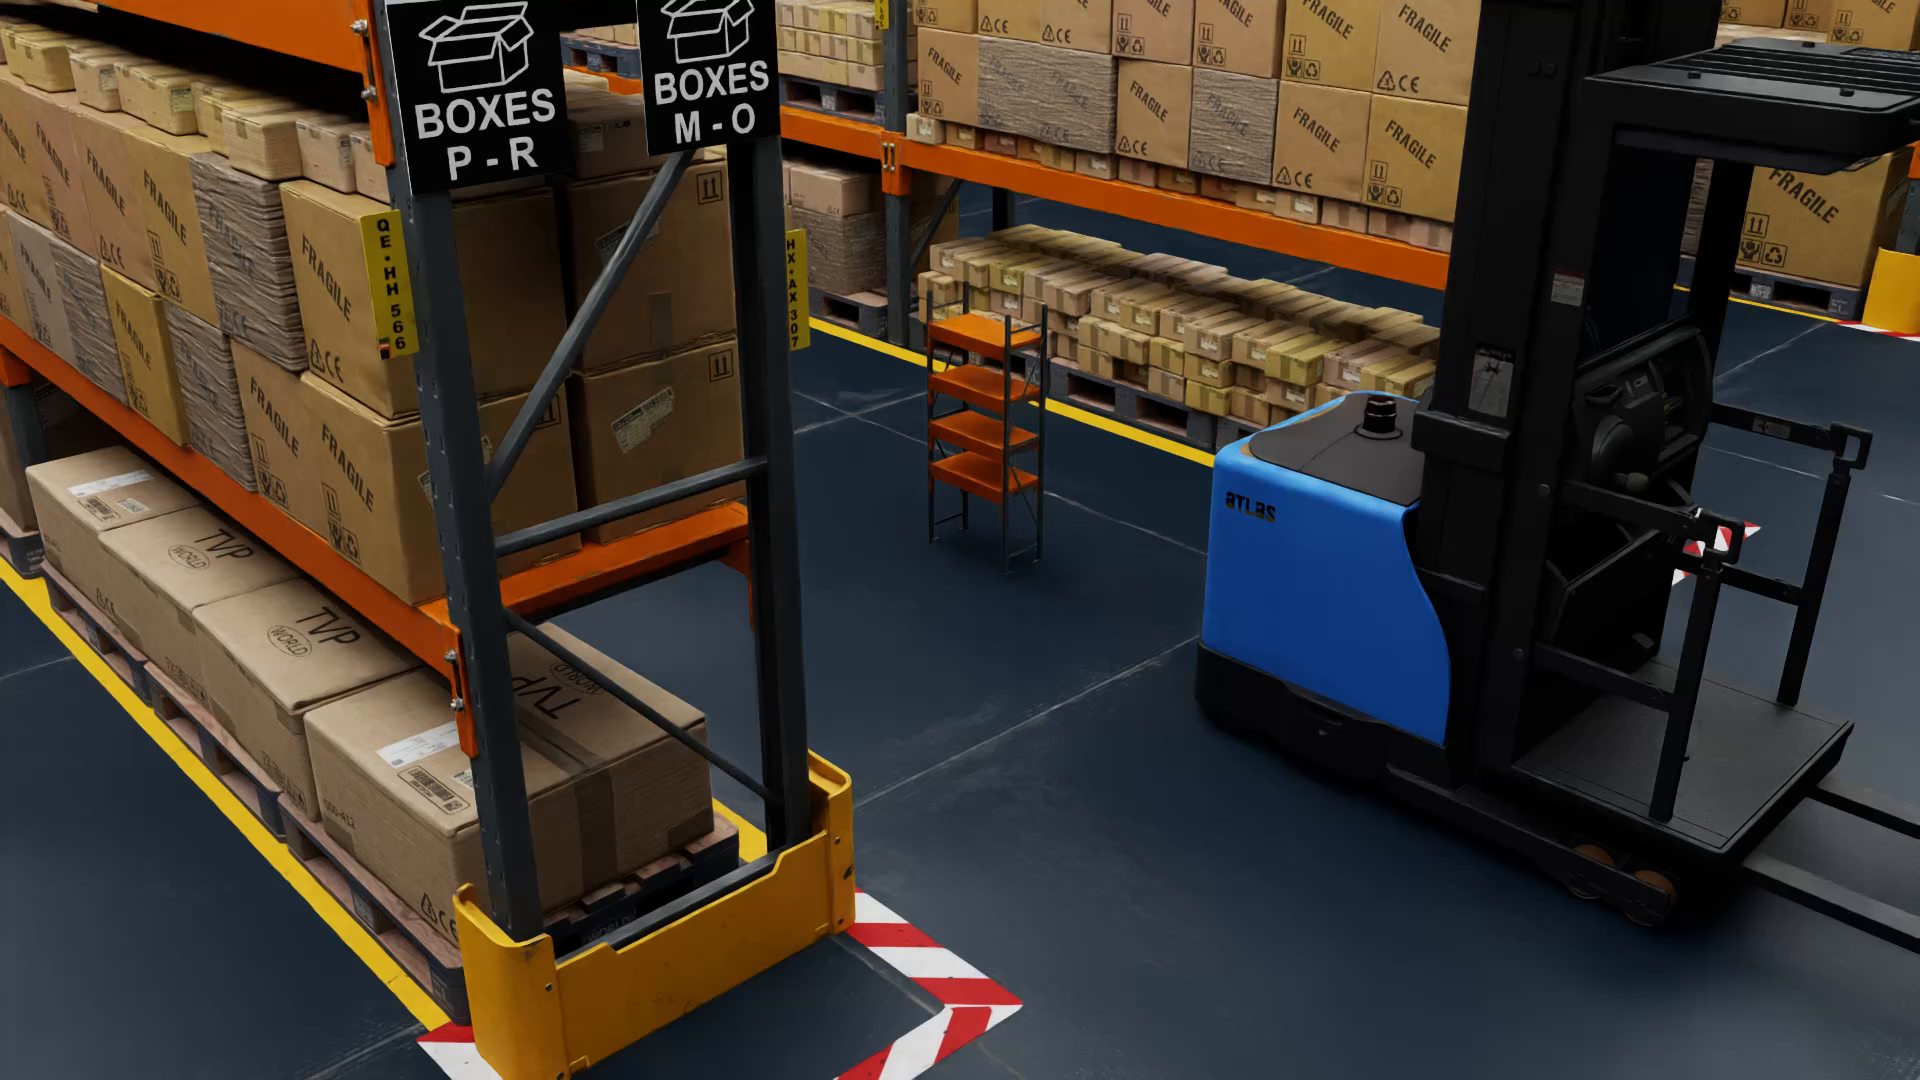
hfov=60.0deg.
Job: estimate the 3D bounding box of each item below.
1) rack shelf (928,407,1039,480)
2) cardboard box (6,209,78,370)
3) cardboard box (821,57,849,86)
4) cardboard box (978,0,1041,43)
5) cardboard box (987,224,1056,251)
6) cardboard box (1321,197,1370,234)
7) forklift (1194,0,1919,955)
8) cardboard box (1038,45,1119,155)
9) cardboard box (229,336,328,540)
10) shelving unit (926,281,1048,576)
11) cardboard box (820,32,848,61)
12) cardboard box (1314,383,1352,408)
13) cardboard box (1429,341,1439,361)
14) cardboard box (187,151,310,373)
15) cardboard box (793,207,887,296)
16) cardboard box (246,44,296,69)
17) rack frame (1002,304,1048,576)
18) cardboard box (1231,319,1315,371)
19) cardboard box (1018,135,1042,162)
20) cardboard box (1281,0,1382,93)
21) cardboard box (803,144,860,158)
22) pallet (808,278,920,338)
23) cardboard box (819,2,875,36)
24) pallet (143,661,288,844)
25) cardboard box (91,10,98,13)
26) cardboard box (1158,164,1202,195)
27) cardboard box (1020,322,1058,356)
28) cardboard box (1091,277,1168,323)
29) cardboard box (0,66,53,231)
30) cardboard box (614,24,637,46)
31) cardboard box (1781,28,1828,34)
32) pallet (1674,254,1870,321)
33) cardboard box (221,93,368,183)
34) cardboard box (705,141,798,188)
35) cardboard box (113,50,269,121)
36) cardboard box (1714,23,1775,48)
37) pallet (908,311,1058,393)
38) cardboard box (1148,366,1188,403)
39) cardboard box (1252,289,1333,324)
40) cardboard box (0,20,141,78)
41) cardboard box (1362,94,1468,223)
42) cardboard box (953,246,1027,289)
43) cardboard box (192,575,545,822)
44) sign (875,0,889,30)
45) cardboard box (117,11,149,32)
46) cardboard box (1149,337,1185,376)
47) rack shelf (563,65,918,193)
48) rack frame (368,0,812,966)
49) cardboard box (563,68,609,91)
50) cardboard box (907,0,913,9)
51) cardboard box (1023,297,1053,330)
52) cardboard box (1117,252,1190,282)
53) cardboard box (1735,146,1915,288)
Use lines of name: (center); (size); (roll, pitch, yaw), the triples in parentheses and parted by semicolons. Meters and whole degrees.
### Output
rack shelf: (0.113, -0.435, 7.419); (0.258, 0.148, 0.480); (-21, 32, -38)
cardboard box: (-3.121, -0.968, 6.138); (0.500, 0.500, 0.500); (-21, 32, -38)
cardboard box: (-0.641, -2.947, 10.393); (0.380, 0.149, 0.250); (-21, 32, -38)
cardboard box: (0.449, -3.005, 9.039); (0.500, 0.500, 0.500); (-22, 33, -40)
cardboard box: (0.386, -1.858, 10.422); (0.380, 0.149, 0.250); (-20, 31, -37)
cardboard box: (1.933, -1.578, 7.897); (0.380, 0.149, 0.250); (-22, 32, -39)
forklift: (2.280, -0.385, 5.063); (1.130, 2.935, 3.031); (-23, 33, -40)
cardboard box: (0.769, -2.376, 8.866); (0.500, 0.500, 0.500); (-22, 33, -39)
cardboard box: (-1.712, -0.354, 4.791); (0.500, 0.500, 0.500); (-22, 33, -39)
shelving unit: (0.113, -0.496, 7.391); (0.258, 1.200, 0.503); (-21, 32, -38)
cardboard box: (-0.644, -3.084, 10.334); (0.380, 0.149, 0.250); (-21, 32, -38)
cardboard box: (1.978, -0.719, 8.281); (0.380, 0.149, 0.250); (-22, 33, -40)
cardboard box: (2.577, -0.936, 8.399); (0.250, 0.149, 0.380); (22, 32, 39)
cardboard box: (-1.739, -0.810, 4.586); (0.500, 0.500, 0.500); (-21, 32, -38)
cardboard box: (-0.737, -1.934, 10.881); (0.500, 0.500, 0.500); (-22, 32, -39)
cardboard box: (-2.142, -1.610, 5.558); (0.380, 0.149, 0.250); (-21, 32, -38)
rack frame: (0.280, -0.422, 7.229); (0.240, 1.200, 0.015); (-21, 32, -38)
cardboard box: (1.610, -1.000, 8.541); (0.250, 0.149, 0.380); (22, 33, 40)
cardboard box: (0.540, -2.228, 9.322); (0.250, 0.149, 0.380); (22, 33, 39)
cardboard box: (1.846, -2.373, 7.654); (0.500, 0.500, 0.500); (22, 33, 40)
cardboard box: (-0.725, -2.582, 11.398); (0.500, 0.250, 0.500); (-20, 31, -37)
pallet: (-0.580, -1.694, 11.210); (1.003, 0.211, 1.213); (-21, 32, -38)
cardboard box: (-0.648, -3.222, 10.280); (0.380, 0.149, 0.250); (-22, 33, -40)
pallet: (-2.291, 0.598, 6.184); (1.003, 0.211, 1.213); (-21, 32, -38)
cardboard box: (-3.682, -2.008, 7.212); (0.500, 0.500, 0.500); (-21, 32, -38)
cardboard box: (1.248, -1.911, 8.628); (0.380, 0.149, 0.250); (-21, 32, -38)
cardboard box: (0.567, -1.216, 9.731); (0.380, 0.149, 0.250); (-22, 33, -39)
cardboard box: (0.947, -1.334, 9.273); (0.250, 0.149, 0.380); (22, 33, 40)
cardboard box: (-3.102, -1.425, 5.935); (0.500, 0.500, 0.500); (-22, 32, -39)
cardboard box: (-2.255, -3.660, 11.957); (0.380, 0.149, 0.250); (-19, 31, -36)
cardboard box: (5.885, -3.337, 11.273); (0.500, 0.250, 0.500); (-22, 32, -39)
pallet: (5.773, -1.844, 11.537); (1.003, 0.211, 1.213); (-21, 32, -38)
cardboard box: (-1.678, -1.053, 4.337); (0.380, 0.149, 0.250); (-22, 32, -39)
cardboard box: (-1.454, -2.592, 11.420); (0.500, 0.250, 0.500); (22, 33, 39)
cardboard box: (-2.327, -1.384, 5.063); (0.380, 0.149, 0.250); (-20, 31, -37)
cardboard box: (5.157, -3.339, 11.277); (0.500, 0.250, 0.500); (22, 33, 40)
pallet: (0.438, -1.266, 10.270); (1.003, 0.211, 1.213); (-21, 32, -38)
cardboard box: (1.237, -0.883, 9.000); (0.380, 0.149, 0.250); (-20, 32, -37)
cardboard box: (1.809, -1.236, 9.057); (0.380, 0.149, 0.250); (-20, 31, -37)
cardboard box: (-3.048, -1.688, 5.729); (0.380, 0.149, 0.250); (-22, 32, -39)
cardboard box: (2.192, -1.760, 7.514); (0.500, 0.500, 0.500); (-20, 32, -37)
cardboard box: (0.182, -1.629, 9.919); (0.380, 0.149, 0.250); (-19, 31, -36)
cardboard box: (-2.013, 0.447, 5.737); (0.875, 0.438, 0.875); (-20, 31, -37)
sign: (-0.450, -3.096, 9.527); (0.100, 0.325, 0.005); (-21, 32, -38)
cardboard box: (-2.884, -1.896, 6.186); (0.380, 0.149, 0.250); (-21, 32, -38)
cardboard box: (1.236, -1.017, 8.936); (0.380, 0.149, 0.250); (-19, 31, -36)
rack shelf: (-1.414, -3.006, 11.592); (1.077, 0.370, 4.000); (-21, 32, -38)
rack frame: (-0.857, -0.081, 4.313); (1.000, 3.000, 0.127); (-21, 32, -38)
cardboard box: (-1.223, -1.233, 4.732); (0.380, 0.149, 0.250); (-20, 31, -37)
cardboard box: (-0.176, -3.408, 10.685); (0.380, 0.149, 0.250); (-20, 31, -37)
cardboard box: (0.581, -1.359, 9.685); (0.250, 0.149, 0.380); (22, 32, 39)
cardboard box: (1.138, -1.562, 9.772); (0.250, 0.149, 0.380); (22, 32, 39)
cardboard box: (5.881, -2.288, 11.205); (0.875, 0.875, 0.875); (-21, 32, -38)
